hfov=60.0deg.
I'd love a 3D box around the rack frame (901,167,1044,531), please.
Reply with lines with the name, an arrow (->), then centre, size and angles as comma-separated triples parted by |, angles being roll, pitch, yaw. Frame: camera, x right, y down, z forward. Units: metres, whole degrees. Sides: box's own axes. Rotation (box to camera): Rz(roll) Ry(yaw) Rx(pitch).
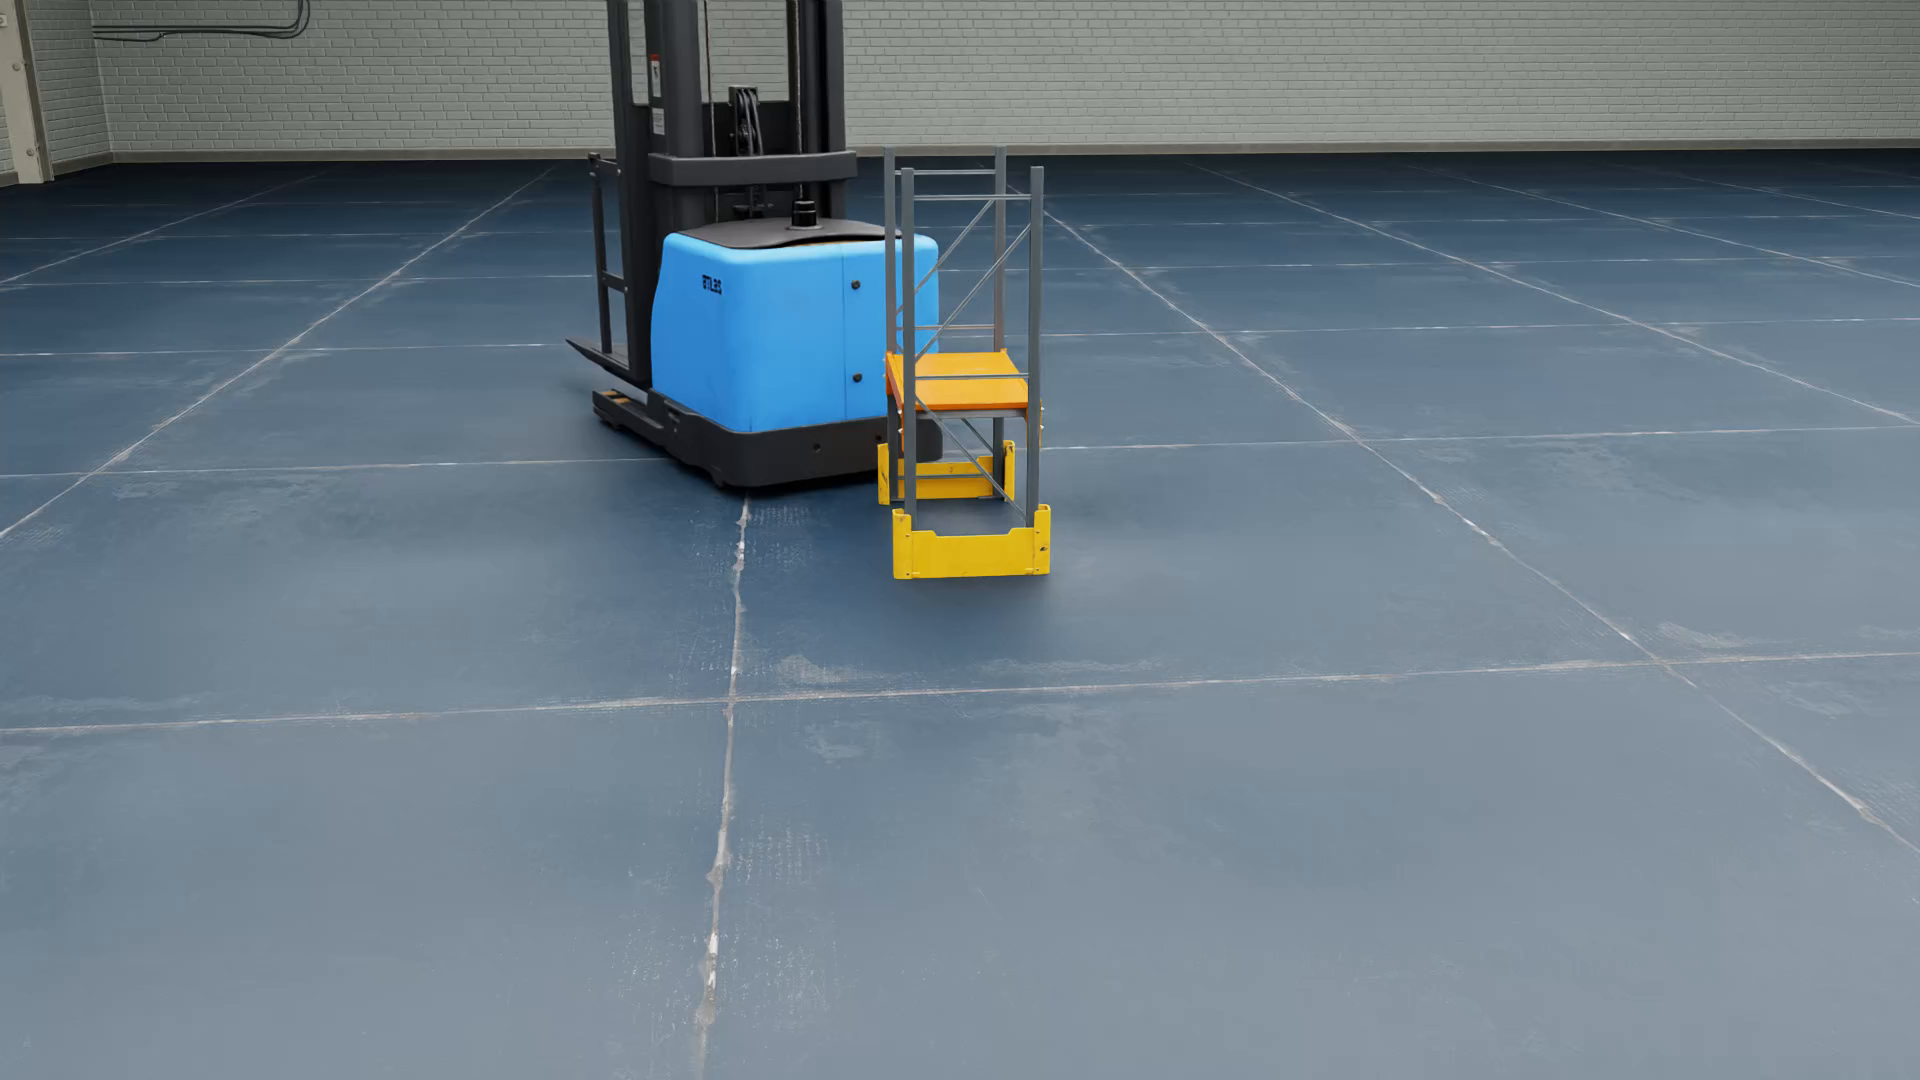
rack frame -> 0.044, -0.590, 6.051 | 0.500, 1.500, 0.032 | -2, 18, -6

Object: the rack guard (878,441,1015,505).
rack guard -> -0.059, -0.290, 7.185 | 0.587, 0.250, 0.087 | -2, 18, -6

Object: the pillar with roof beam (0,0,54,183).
pillar with roof beam -> -7.541, -9.008, 20.346 | 9.100, 9.000, 0.400 | -2, 18, -6

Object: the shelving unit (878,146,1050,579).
shelving unit -> -0.008, -0.738, 6.525 | 0.587, 1.500, 1.083 | -2, 18, -6

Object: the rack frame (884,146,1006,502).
rack frame -> -0.061, -0.892, 7.016 | 0.500, 1.500, 0.032 | -2, 18, -6

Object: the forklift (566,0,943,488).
forklift -> -1.248, -2.017, 8.209 | 1.130, 2.935, 3.031 | -10, 20, -28

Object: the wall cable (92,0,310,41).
wall cable -> -10.812, -8.312, 23.313 | 3.097, 2.526, 0.112 | -2, 18, -6

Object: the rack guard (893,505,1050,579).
rack guard -> 0.043, 0.006, 6.239 | 0.587, 0.250, 0.087 | -2, 18, -6

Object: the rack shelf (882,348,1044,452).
rack shelf -> -0.009, -0.569, 6.587 | 0.538, 0.185, 1.000 | -2, 18, -6
